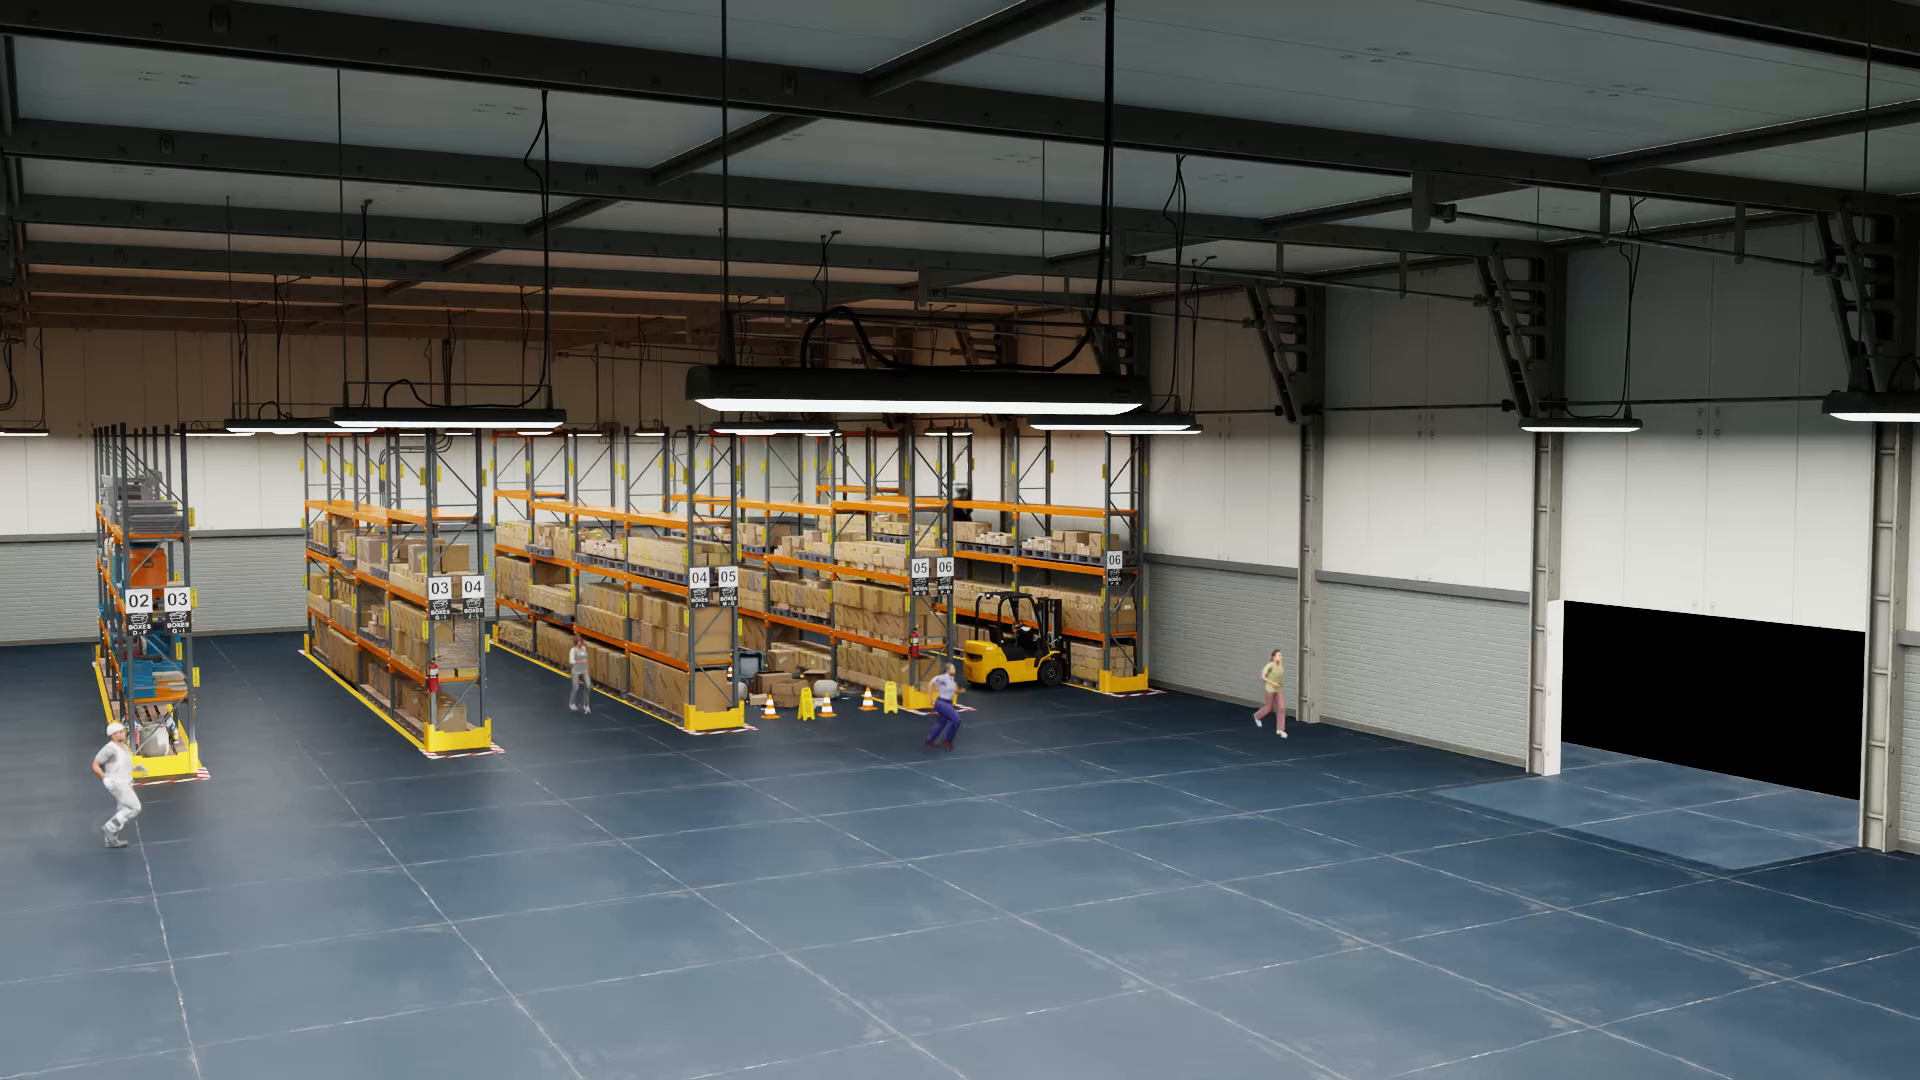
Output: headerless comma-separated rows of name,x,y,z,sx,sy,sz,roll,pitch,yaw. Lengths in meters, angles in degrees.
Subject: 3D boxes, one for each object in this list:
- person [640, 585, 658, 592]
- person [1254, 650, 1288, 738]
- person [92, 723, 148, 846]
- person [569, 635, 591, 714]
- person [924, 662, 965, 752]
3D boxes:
person,-9.554,1.796,50.441,0.635,1.742,0.714,-2,4,-35
person,6.063,2.942,32.244,0.600,1.663,0.986,-2,4,-33
person,-11.736,3.427,23.325,0.602,1.738,0.657,0,3,-8
person,-7.942,2.811,34.808,0.479,1.638,0.711,-3,4,-39
person,-0.292,3.061,30.476,0.796,1.644,0.630,1,4,18
